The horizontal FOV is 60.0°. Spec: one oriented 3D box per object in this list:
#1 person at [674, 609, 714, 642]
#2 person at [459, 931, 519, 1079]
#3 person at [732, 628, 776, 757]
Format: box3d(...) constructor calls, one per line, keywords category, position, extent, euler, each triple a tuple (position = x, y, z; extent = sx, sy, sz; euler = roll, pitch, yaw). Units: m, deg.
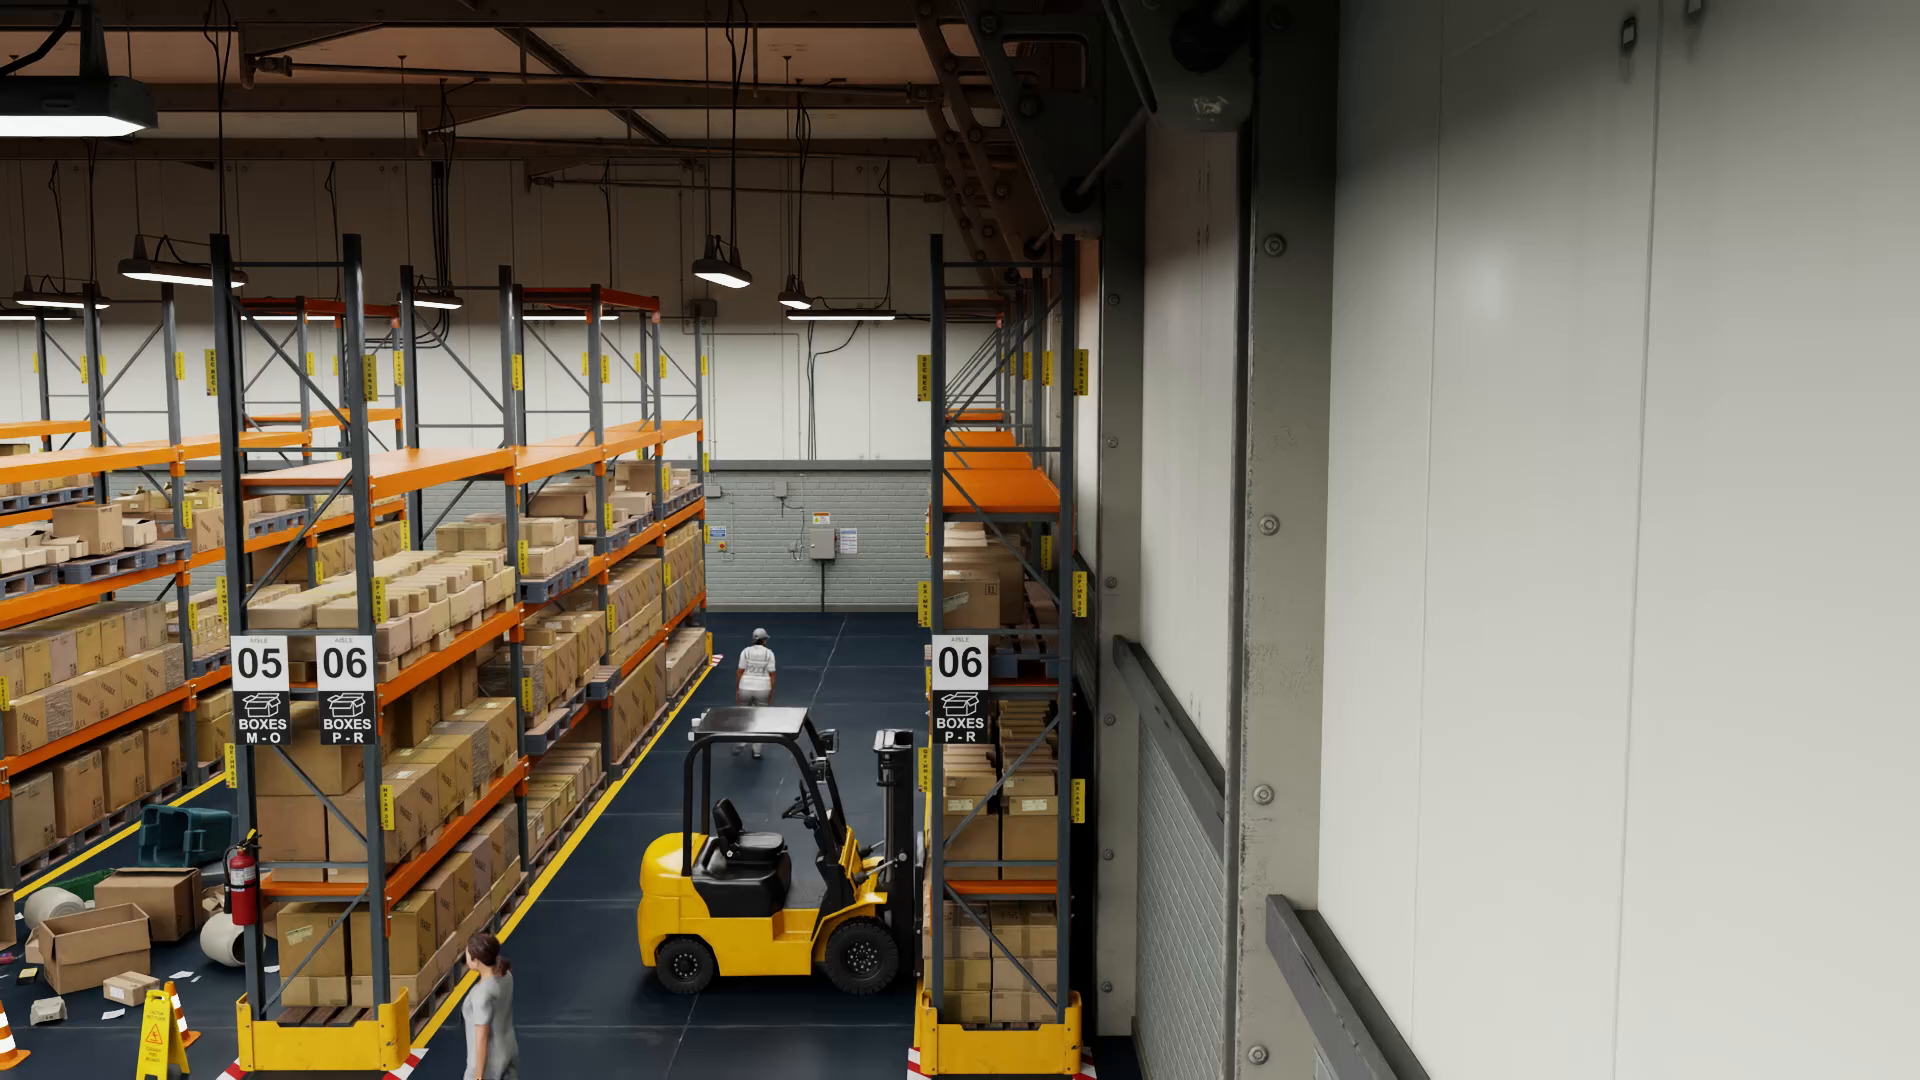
box3d(category="person", position=(-4.780, 1.129, 29.036), extent=(0.990, 1.699, 0.551), euler=(-2, 7, -15))
box3d(category="person", position=(-2.842, 3.220, 10.255), extent=(0.796, 1.649, 0.509), euler=(1, 6, 12))
box3d(category="person", position=(-2.665, 1.969, 21.480), extent=(0.586, 1.673, 0.414), euler=(0, 6, 0))
